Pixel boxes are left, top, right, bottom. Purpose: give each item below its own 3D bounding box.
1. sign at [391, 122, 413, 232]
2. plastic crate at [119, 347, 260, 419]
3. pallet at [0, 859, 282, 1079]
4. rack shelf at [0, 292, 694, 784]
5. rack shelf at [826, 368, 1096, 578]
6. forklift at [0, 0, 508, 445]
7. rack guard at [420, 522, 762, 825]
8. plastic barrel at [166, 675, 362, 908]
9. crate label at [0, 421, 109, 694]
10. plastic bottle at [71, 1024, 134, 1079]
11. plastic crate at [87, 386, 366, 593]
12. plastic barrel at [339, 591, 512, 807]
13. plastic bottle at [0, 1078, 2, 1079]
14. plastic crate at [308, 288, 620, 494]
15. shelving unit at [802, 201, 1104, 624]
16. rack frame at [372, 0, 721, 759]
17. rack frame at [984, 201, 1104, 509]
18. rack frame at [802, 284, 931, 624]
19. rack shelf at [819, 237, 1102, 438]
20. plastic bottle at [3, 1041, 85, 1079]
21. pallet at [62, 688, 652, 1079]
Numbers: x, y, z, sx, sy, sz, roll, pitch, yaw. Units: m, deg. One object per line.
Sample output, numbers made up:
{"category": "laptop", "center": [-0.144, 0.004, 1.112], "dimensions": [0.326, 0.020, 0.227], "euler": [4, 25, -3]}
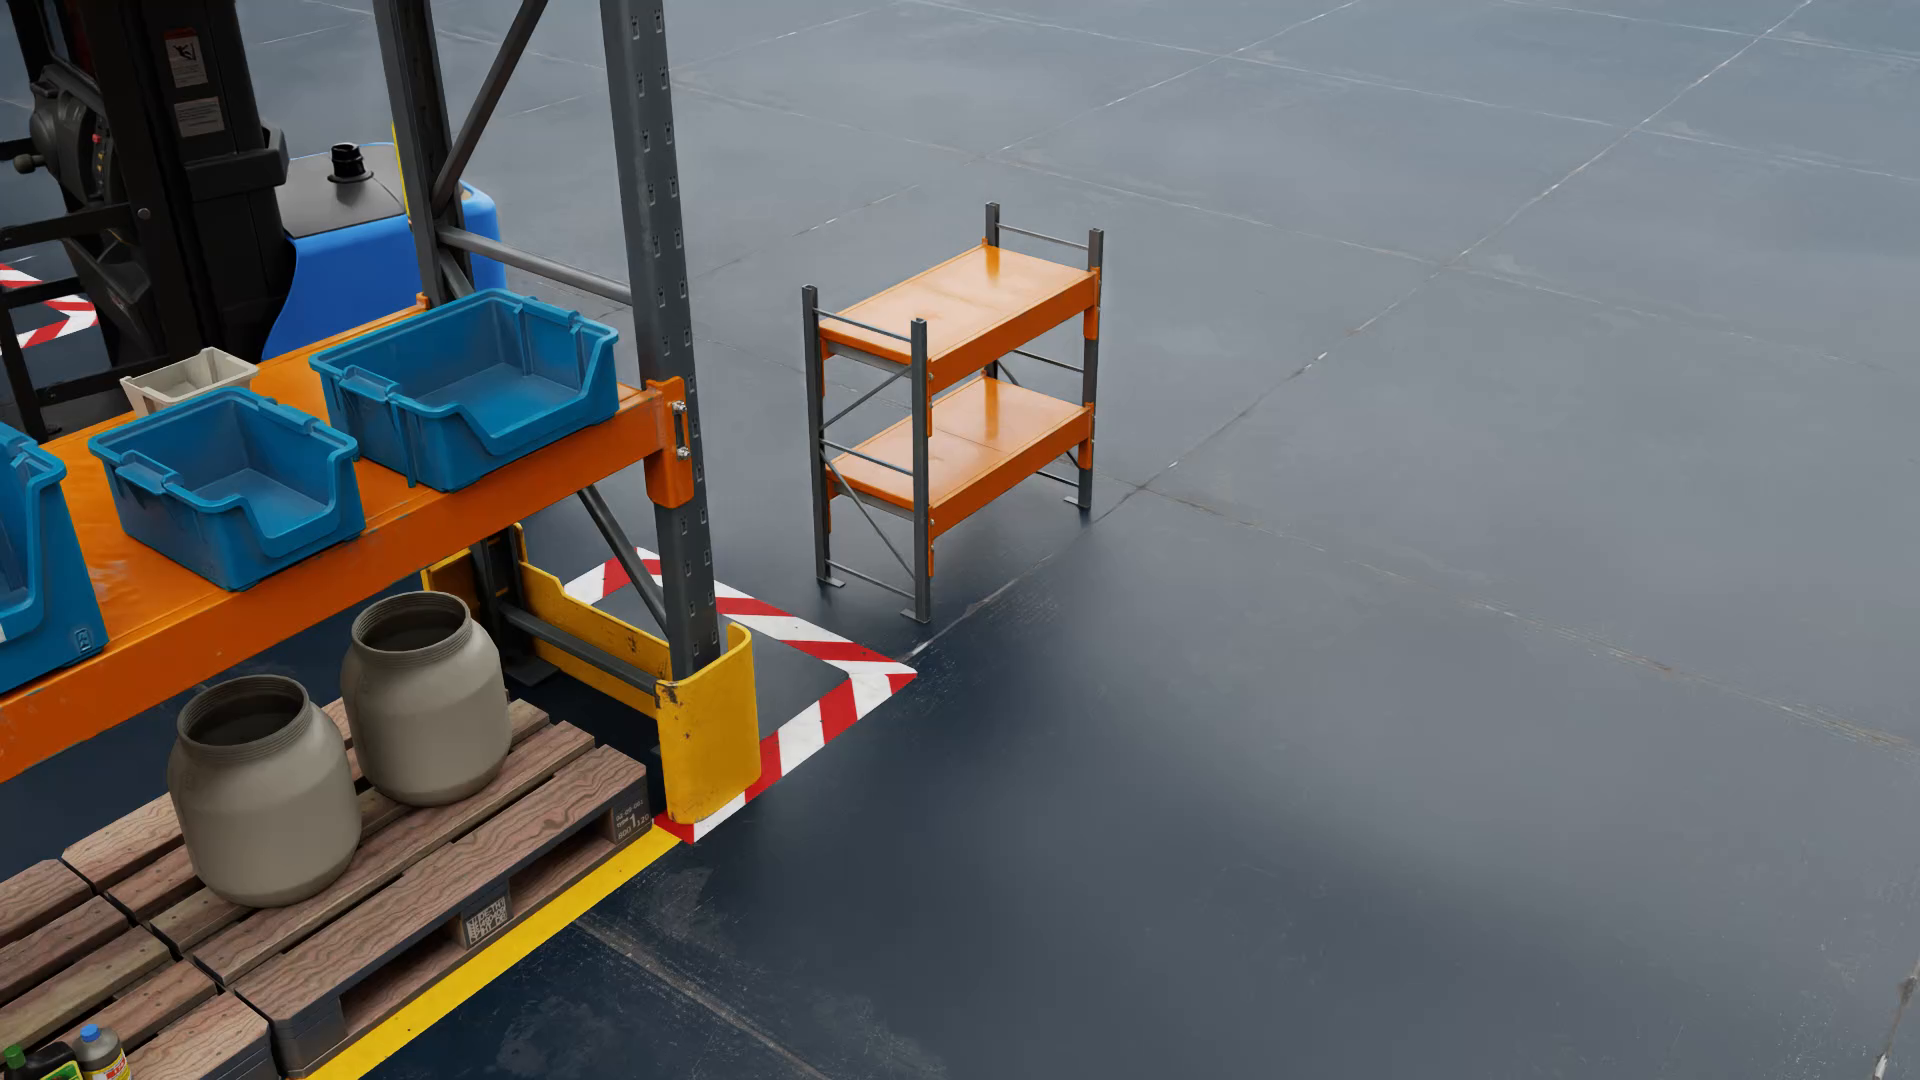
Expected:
{"category": "sign", "center": [-1.574, -1.032, 4.778], "dimensions": [0.100, 0.325, 0.005], "euler": [21, 37, 31]}
{"category": "plastic crate", "center": [-1.935, -0.364, 4.180], "dimensions": [0.298, 0.136, 0.250], "euler": [21, 37, 31]}
{"category": "pallet", "center": [-2.378, 1.325, 3.807], "dimensions": [1.003, 0.211, 1.213], "euler": [21, 37, 31]}
{"category": "rack shelf", "center": [-2.346, 0.381, 3.371], "dimensions": [1.077, 0.370, 4.000], "euler": [21, 37, 31]}
{"category": "rack shelf", "center": [-0.004, -0.271, 6.083], "dimensions": [0.538, 0.278, 1.000], "euler": [21, 37, 31]}
{"category": "forklift", "center": [-3.232, -1.361, 5.672], "dimensions": [3.031, 2.935, 1.130], "euler": [-23, 37, -33]}
{"category": "rack guard", "center": [-1.147, 0.379, 5.120], "dimensions": [1.175, 0.500, 0.348], "euler": [21, 37, 31]}
{"category": "plastic barrel", "center": [-1.777, 0.642, 4.252], "dimensions": [0.421, 0.512, 0.421], "euler": [0, 31, 0]}
{"category": "crate label", "center": [-2.034, 0.074, 3.148], "dimensions": [0.502, 0.435, 0.616], "euler": [21, 37, 31]}
{"category": "plastic bottle", "center": [-1.898, 1.154, 3.674], "dimensions": [0.097, 0.201, 0.097], "euler": [0, 31, 0]}
{"category": "plastic crate", "center": [-1.599, -0.120, 3.657], "dimensions": [0.499, 0.251, 0.408], "euler": [21, 37, 31]}
{"category": "plastic barrel", "center": [-1.475, 0.439, 4.596], "dimensions": [0.421, 0.512, 0.421], "euler": [0, 31, 0]}
{"category": "plastic bottle", "center": [-2.072, 1.216, 3.496], "dimensions": [0.152, 0.276, 0.135], "euler": [21, 37, 32]}
{"category": "plastic crate", "center": [-1.202, -0.382, 4.099], "dimensions": [0.499, 0.251, 0.616], "euler": [21, 37, 31]}
{"category": "shelving unit", "center": [-0.004, -0.481, 5.959], "dimensions": [0.538, 1.125, 1.048], "euler": [21, 37, 31]}
{"category": "rack frame", "center": [-1.138, -0.742, 4.560], "dimensions": [1.000, 3.000, 0.127], "euler": [21, 37, 31]}
{"category": "rack frame", "center": [0.303, -0.688, 6.307], "dimensions": [0.500, 1.125, 0.032], "euler": [21, 37, 31]}
{"category": "rack frame", "center": [-0.311, -0.275, 5.610], "dimensions": [0.500, 1.125, 0.032], "euler": [21, 37, 31]}
{"category": "rack shelf", "center": [-0.004, -0.733, 5.809], "dimensions": [0.538, 0.278, 1.000], "euler": [21, 37, 31]}
{"category": "plastic bottle", "center": [-1.954, 1.172, 3.563], "dimensions": [0.061, 0.283, 0.133], "euler": [22, 37, 32]}
{"category": "pallet", "center": [-1.641, 0.832, 4.640], "dimensions": [1.003, 0.211, 1.213], "euler": [21, 37, 31]}
